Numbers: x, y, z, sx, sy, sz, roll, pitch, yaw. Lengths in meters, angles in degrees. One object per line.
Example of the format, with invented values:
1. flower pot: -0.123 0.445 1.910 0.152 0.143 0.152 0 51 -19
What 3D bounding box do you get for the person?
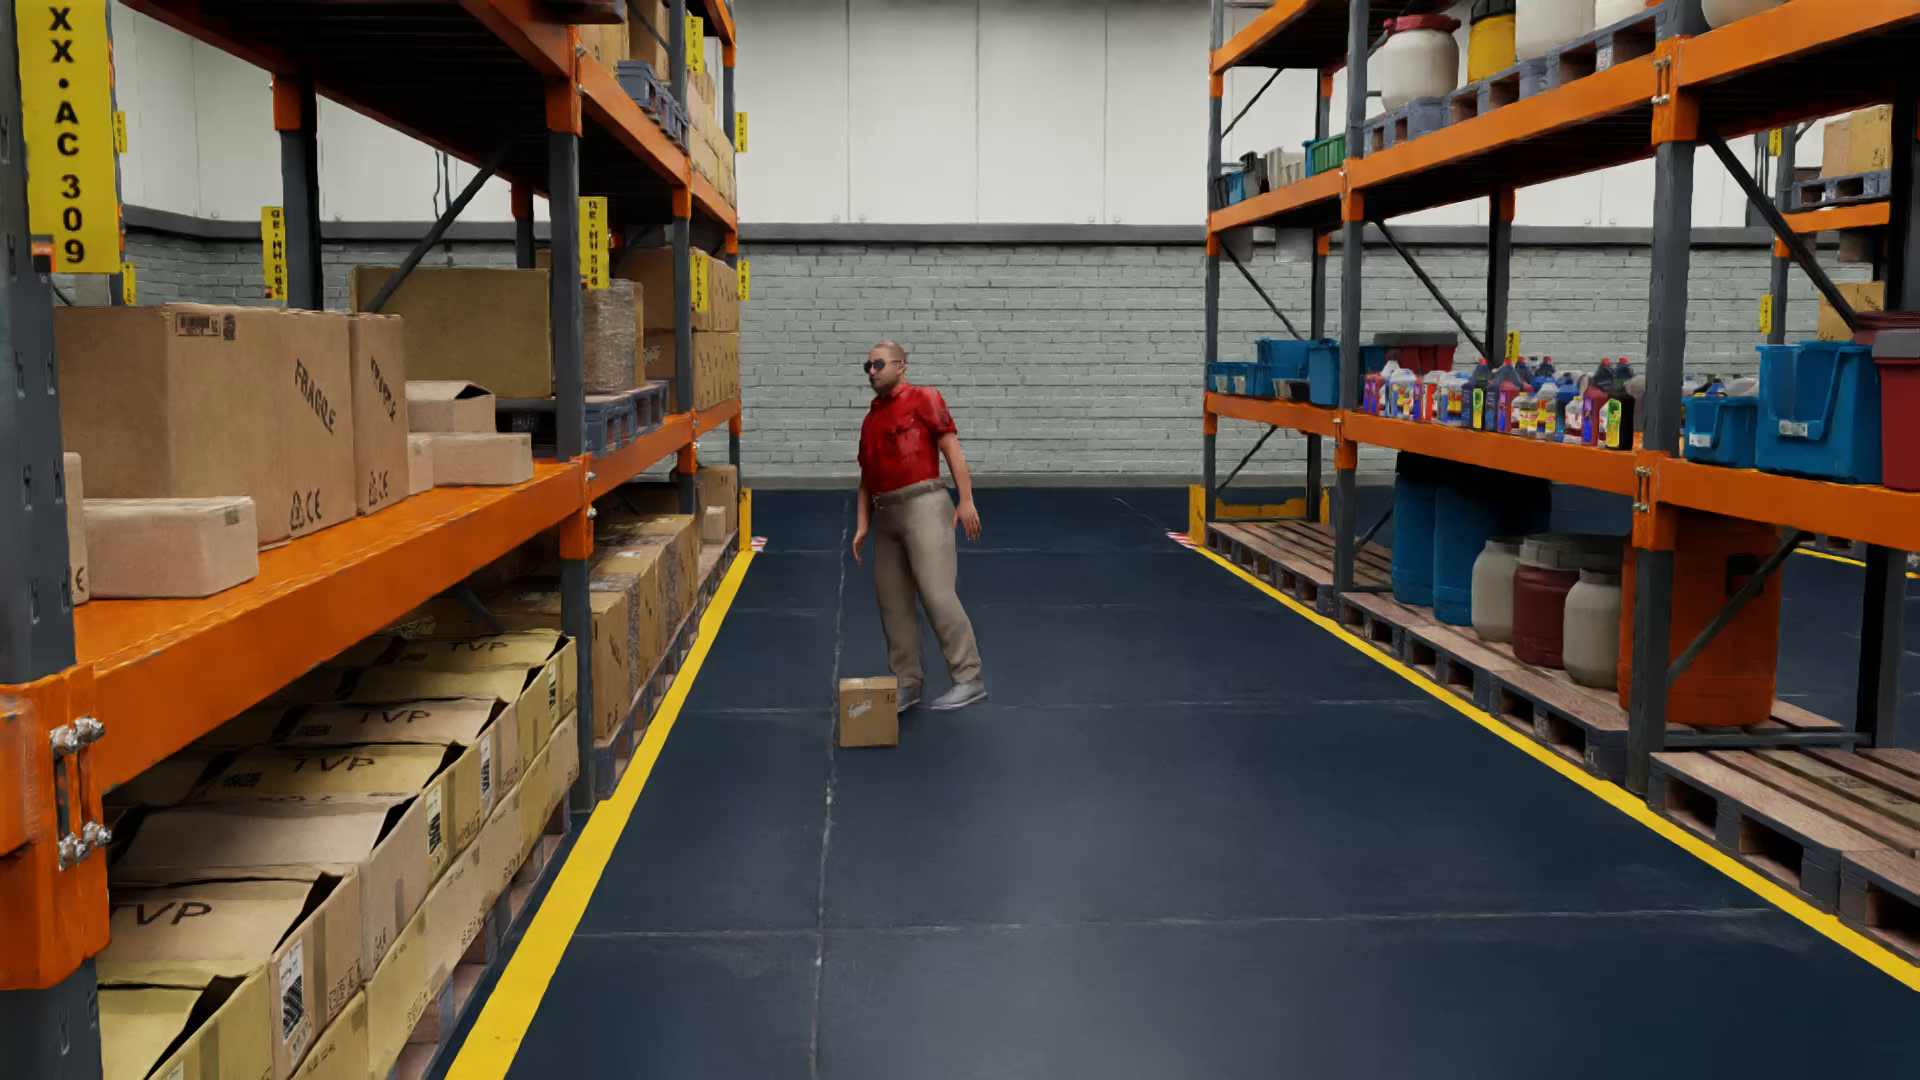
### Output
1. person: -0.223 -0.049 7.653 0.429 1.719 0.827 -5 9 -37
